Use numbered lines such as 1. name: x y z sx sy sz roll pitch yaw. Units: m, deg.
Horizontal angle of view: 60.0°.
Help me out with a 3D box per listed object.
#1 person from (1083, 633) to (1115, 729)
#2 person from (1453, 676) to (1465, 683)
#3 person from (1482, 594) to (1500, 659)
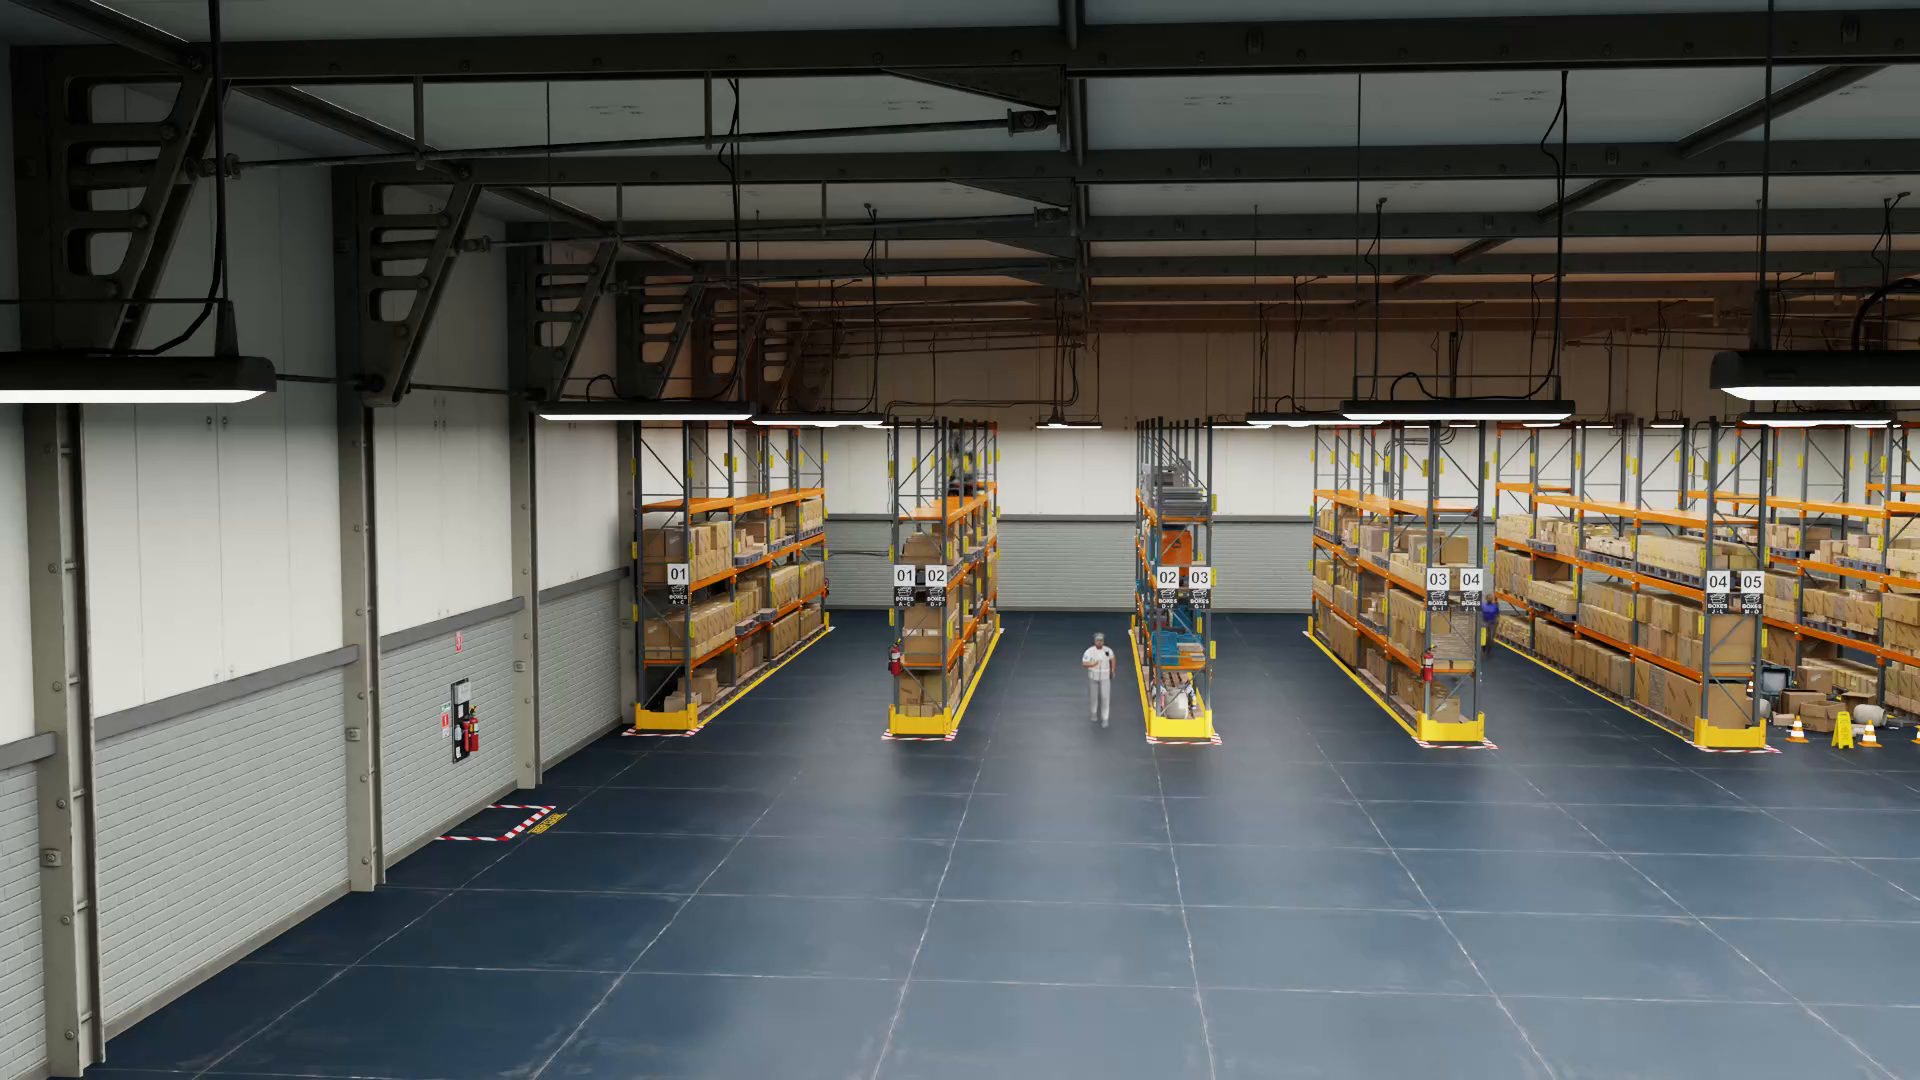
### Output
1. person: 2.714 2.706 32.404 0.649 1.812 0.913 0 4 2
2. person: 11.398 2.422 37.706 0.685 1.685 0.713 0 4 7
3. person: 13.298 2.180 41.802 0.559 1.649 0.616 0 4 5
